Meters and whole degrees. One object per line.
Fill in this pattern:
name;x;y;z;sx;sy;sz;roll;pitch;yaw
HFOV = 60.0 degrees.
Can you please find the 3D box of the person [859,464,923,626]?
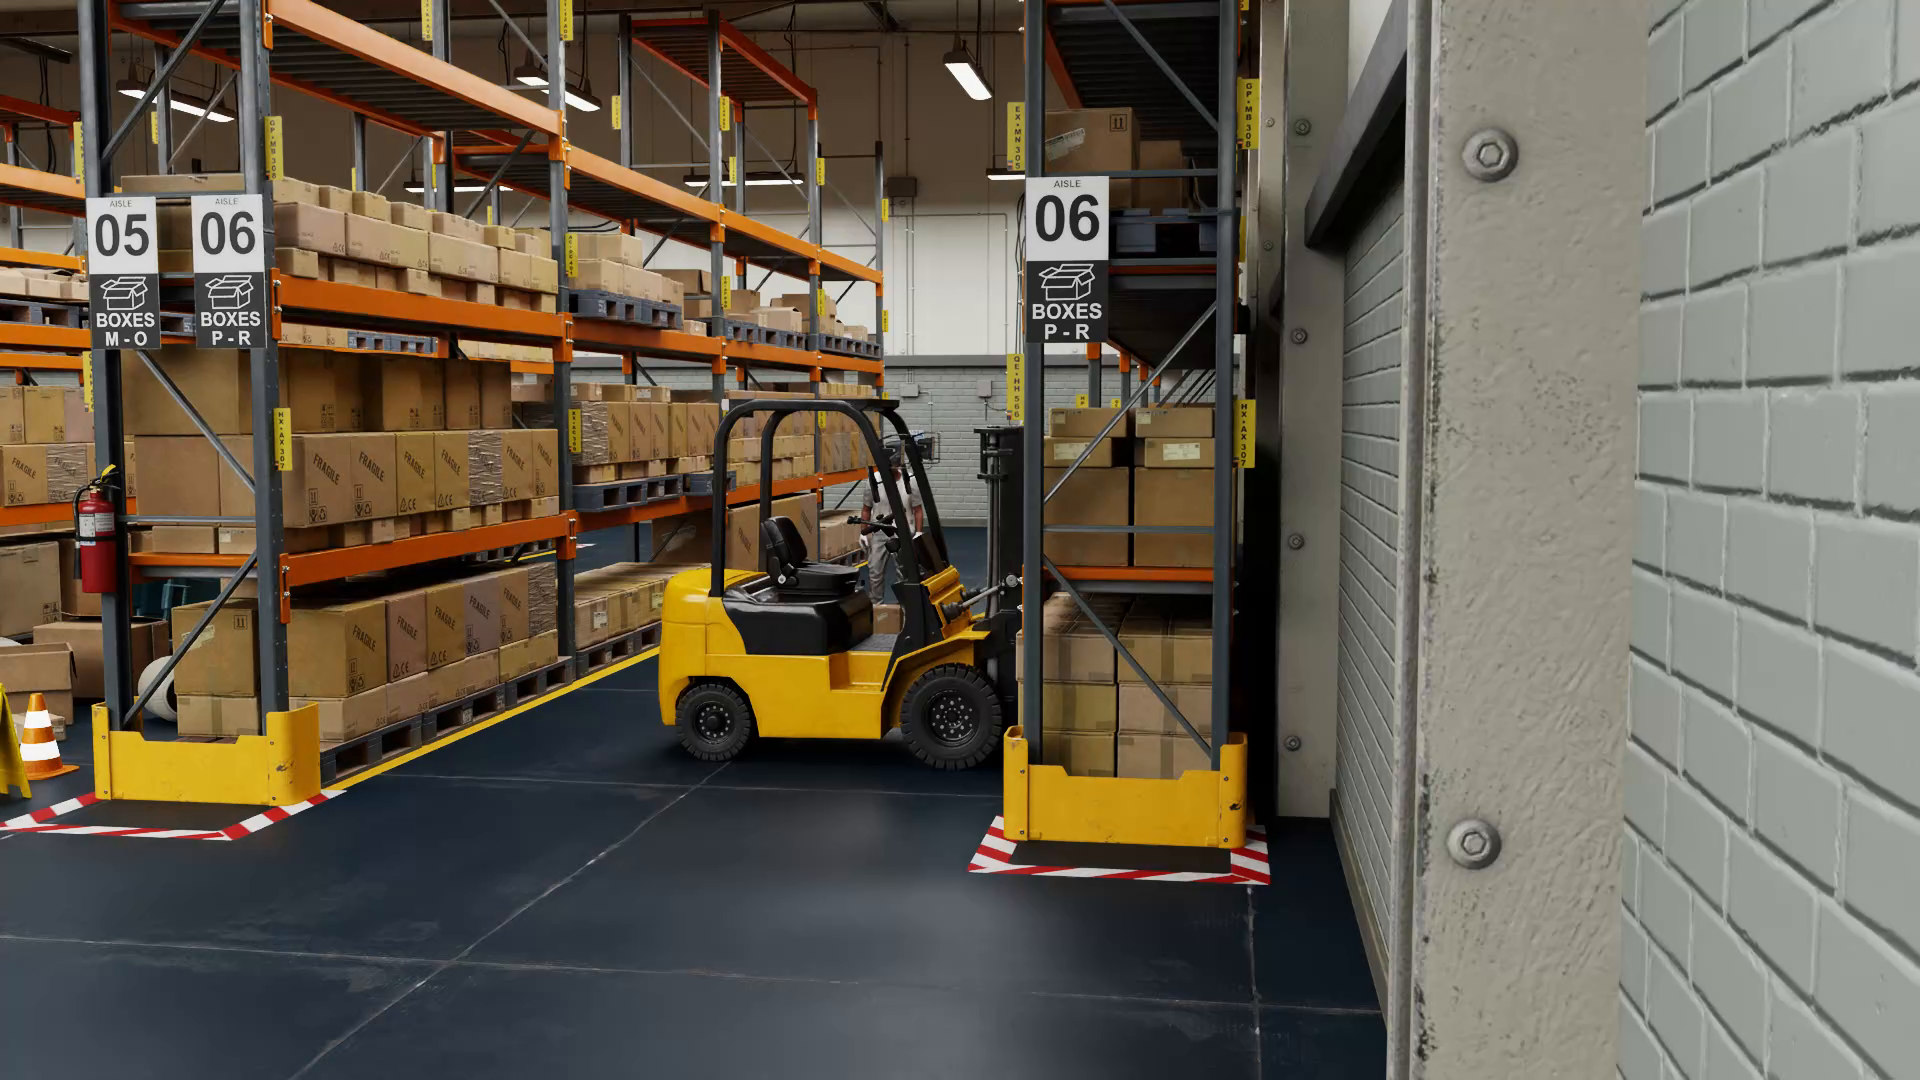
person;-0.660;-0.027;15.868;0.615;1.772;0.451;1;4;8
